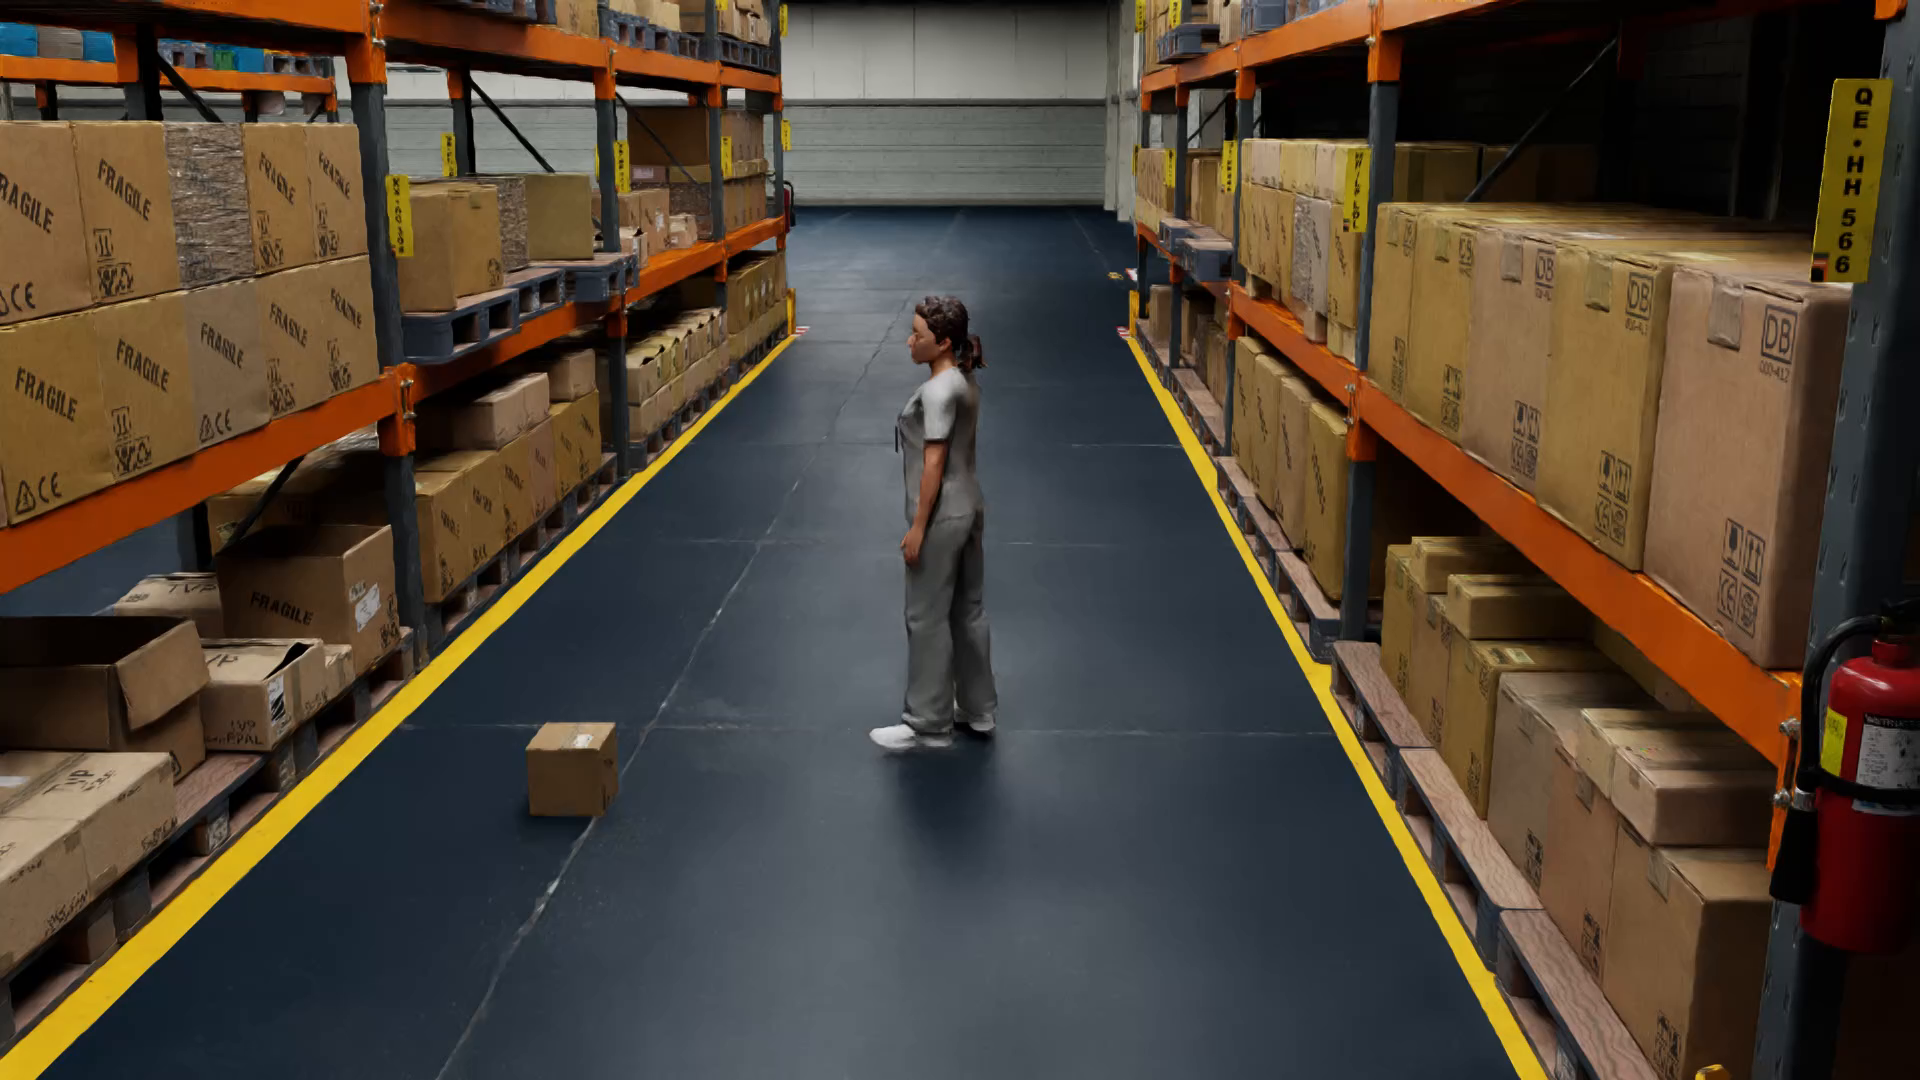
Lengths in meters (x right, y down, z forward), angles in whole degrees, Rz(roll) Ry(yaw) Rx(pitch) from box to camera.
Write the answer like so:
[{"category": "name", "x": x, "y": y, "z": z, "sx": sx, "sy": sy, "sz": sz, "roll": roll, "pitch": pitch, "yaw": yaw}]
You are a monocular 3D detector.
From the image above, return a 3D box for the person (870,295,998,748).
[{"category": "person", "x": -0.082, "y": -0.068, "z": 6.179, "sx": 0.412, "sy": 1.673, "sz": 0.538, "roll": 4, "pitch": 15, "yaw": 16}]
